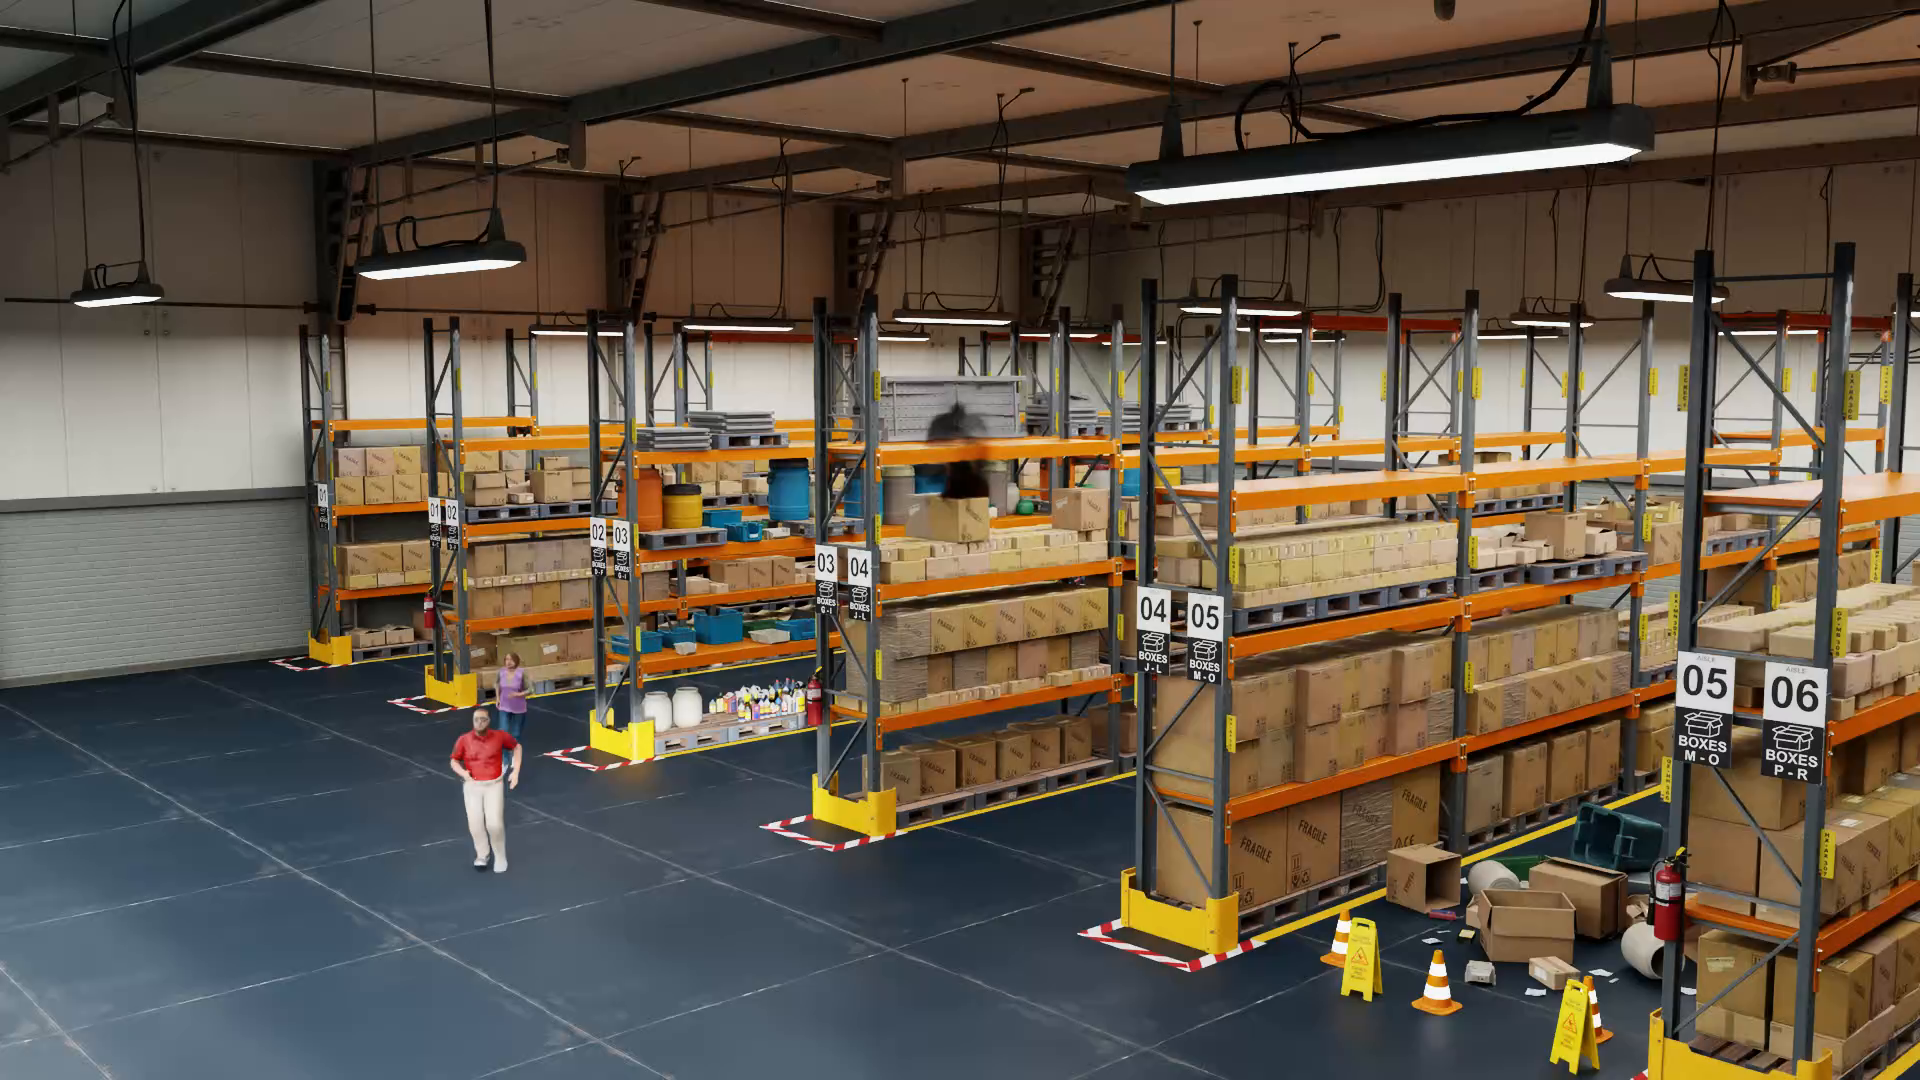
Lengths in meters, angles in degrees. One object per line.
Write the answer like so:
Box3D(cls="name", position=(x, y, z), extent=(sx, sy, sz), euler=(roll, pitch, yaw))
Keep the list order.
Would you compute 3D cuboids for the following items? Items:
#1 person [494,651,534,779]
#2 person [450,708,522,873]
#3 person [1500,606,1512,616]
Box3D(cls="person", position=(-5.734, 2.222, 21.375), extent=(0.524, 1.632, 0.679), euler=(-1, 6, -9))
Box3D(cls="person", position=(-4.903, 2.607, 17.120), extent=(0.658, 1.755, 0.702), euler=(-1, 6, -9))
Box3D(cls="person", position=(8.229, 1.806, 25.313), extent=(0.565, 1.614, 0.557), euler=(5, 7, 39))
